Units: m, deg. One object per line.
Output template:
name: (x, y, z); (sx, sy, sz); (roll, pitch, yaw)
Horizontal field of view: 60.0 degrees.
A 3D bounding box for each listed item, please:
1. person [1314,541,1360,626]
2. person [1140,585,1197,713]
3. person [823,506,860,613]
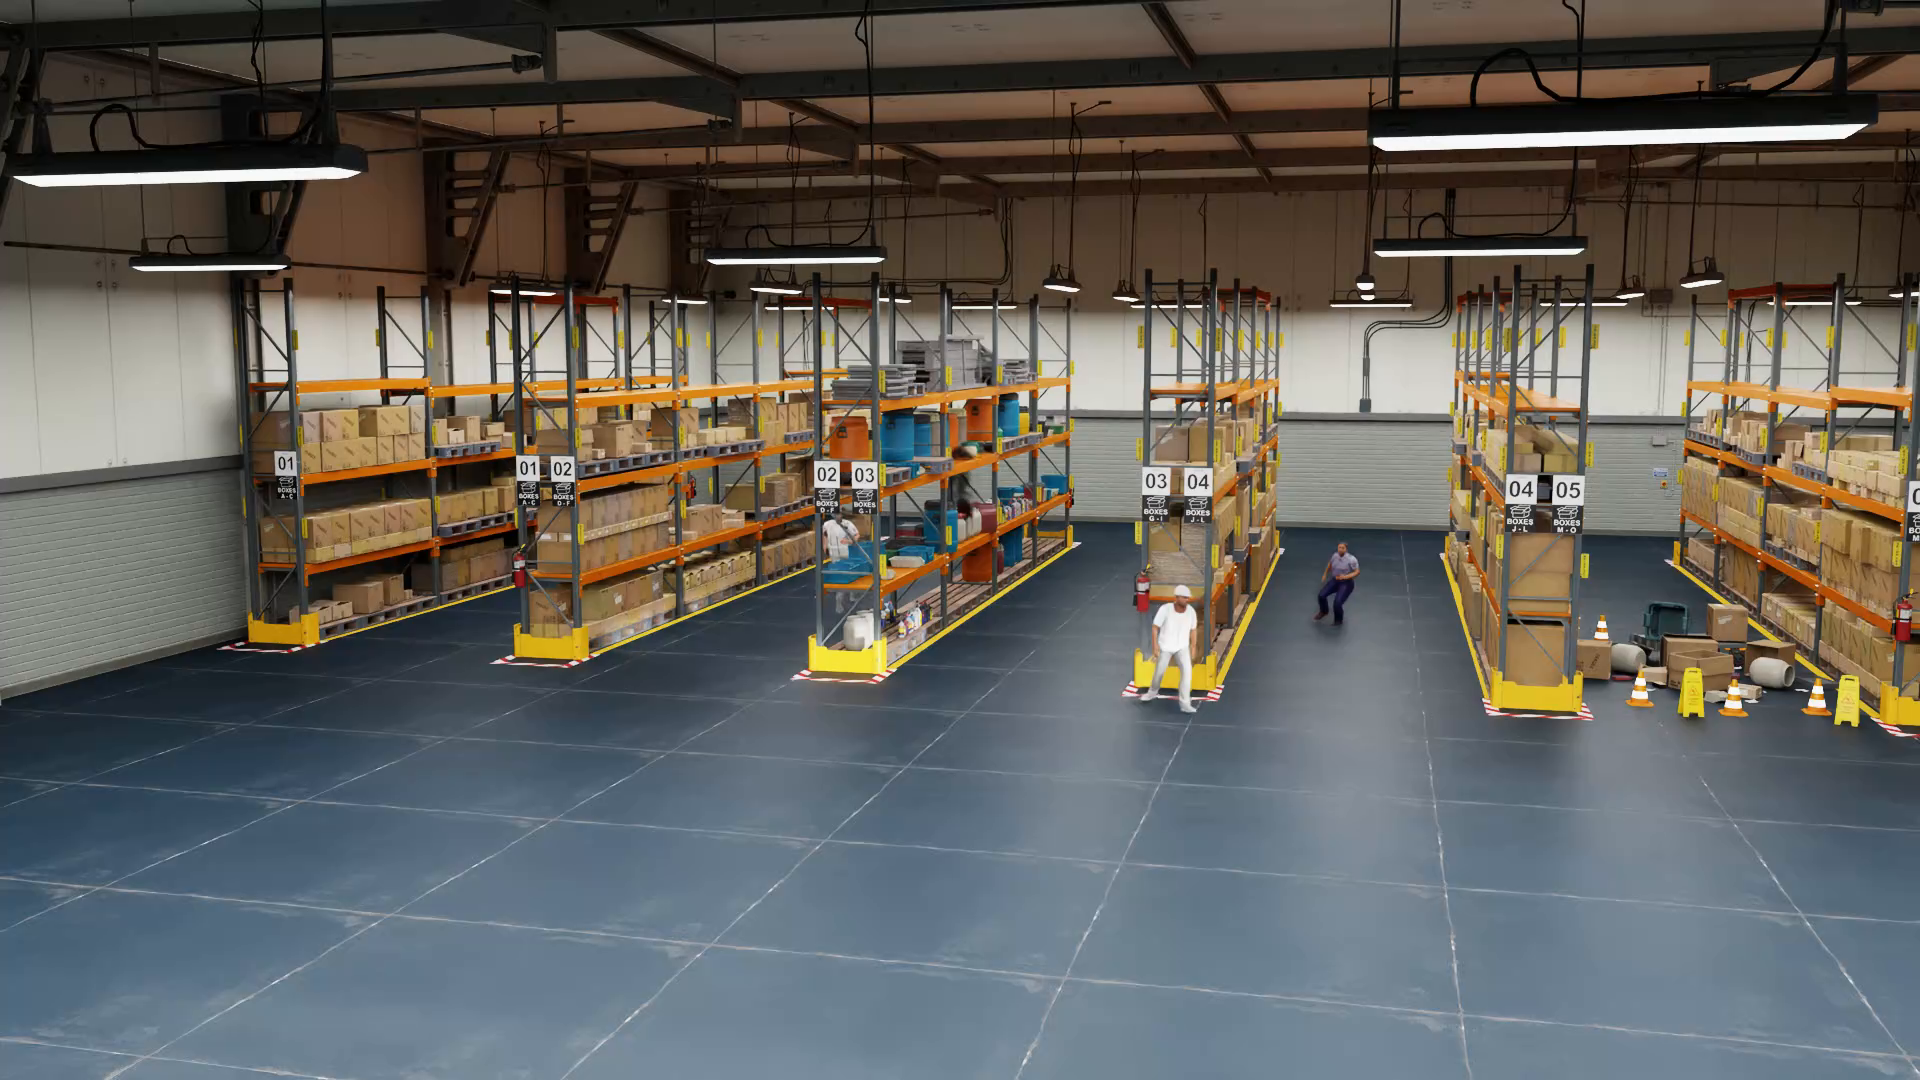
person: (6.622, 0.782, 29.155); (0.843, 1.561, 0.549); (6, 9, 41)
person: (2.884, 1.449, 22.609); (0.717, 1.702, 0.990); (-2, 7, -14)
person: (-2.151, 0.314, 29.691); (0.762, 1.894, 0.693); (1, 7, 6)
